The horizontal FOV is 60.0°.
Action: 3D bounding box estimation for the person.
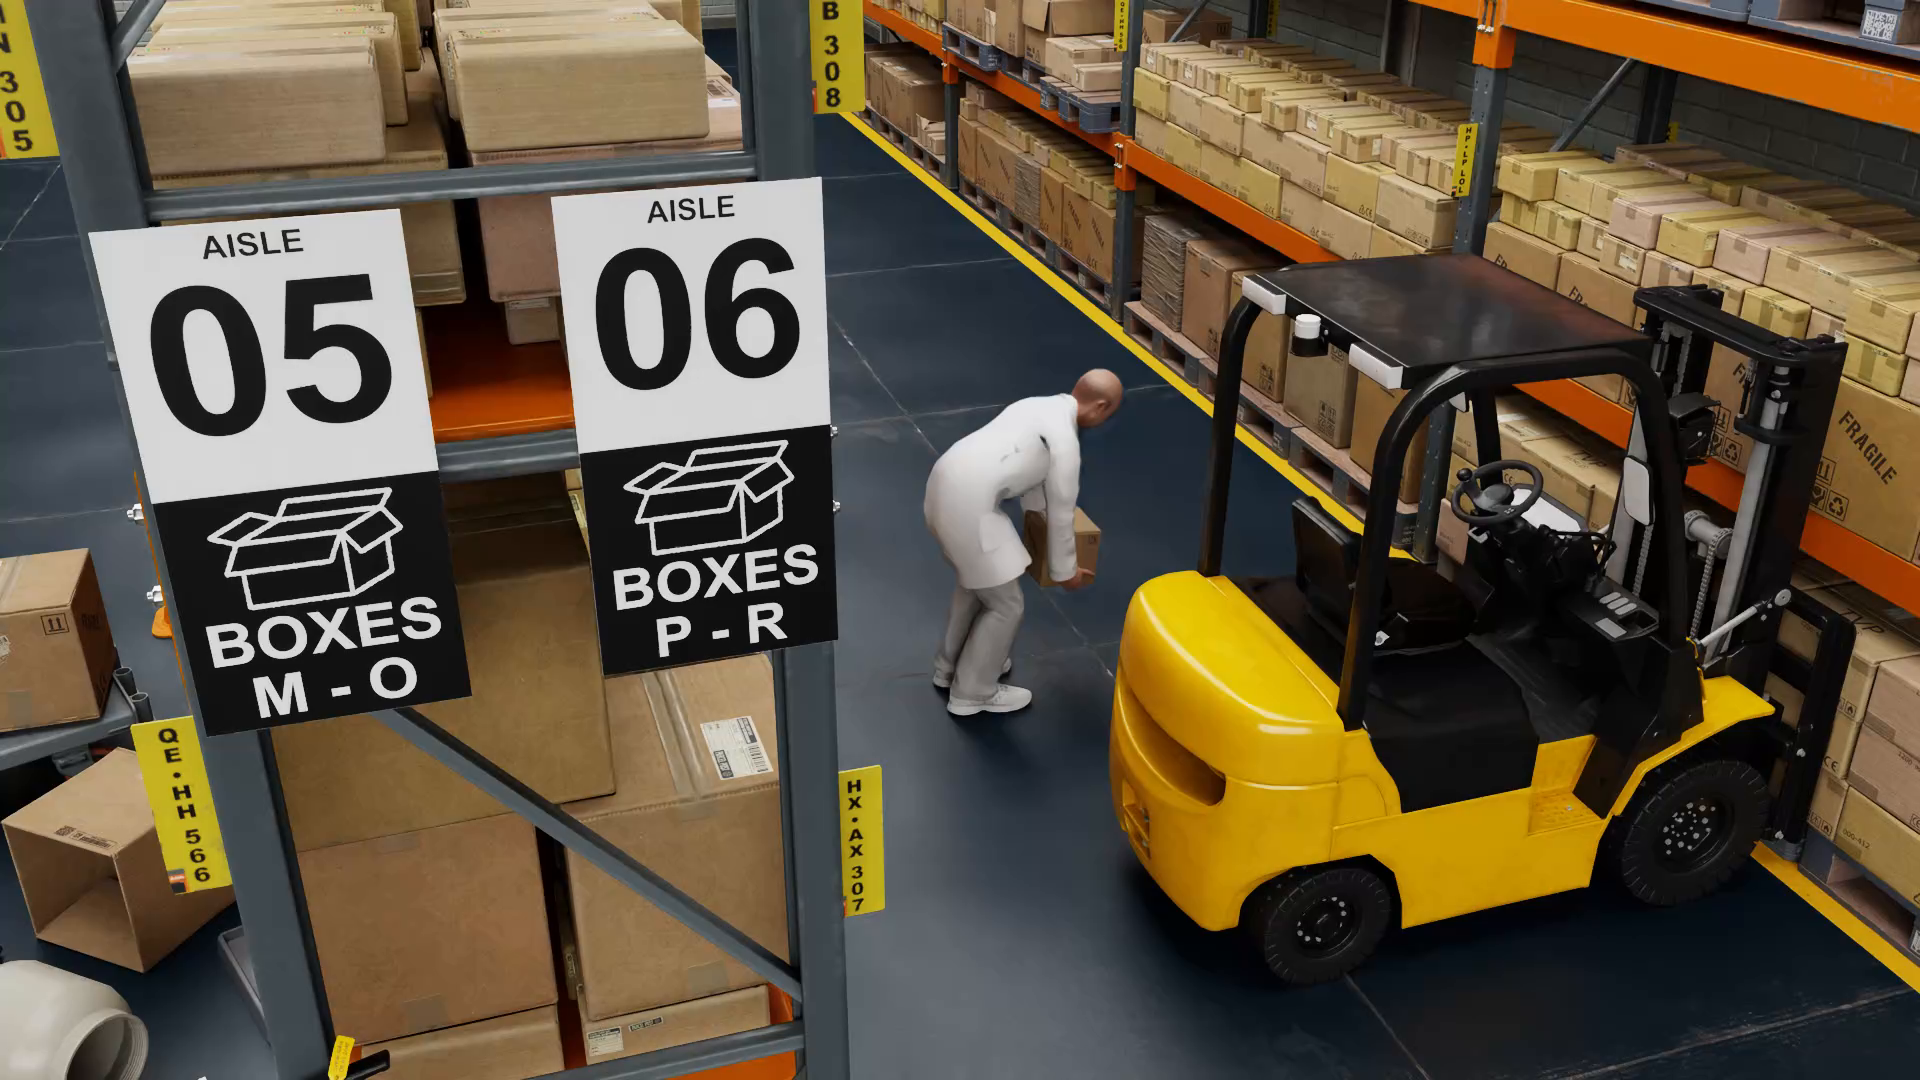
[{"bbox_3d":[0.274,0.009,7.032,0.860,1.416,0.552,-9,27,-17],"label":"person"}]
